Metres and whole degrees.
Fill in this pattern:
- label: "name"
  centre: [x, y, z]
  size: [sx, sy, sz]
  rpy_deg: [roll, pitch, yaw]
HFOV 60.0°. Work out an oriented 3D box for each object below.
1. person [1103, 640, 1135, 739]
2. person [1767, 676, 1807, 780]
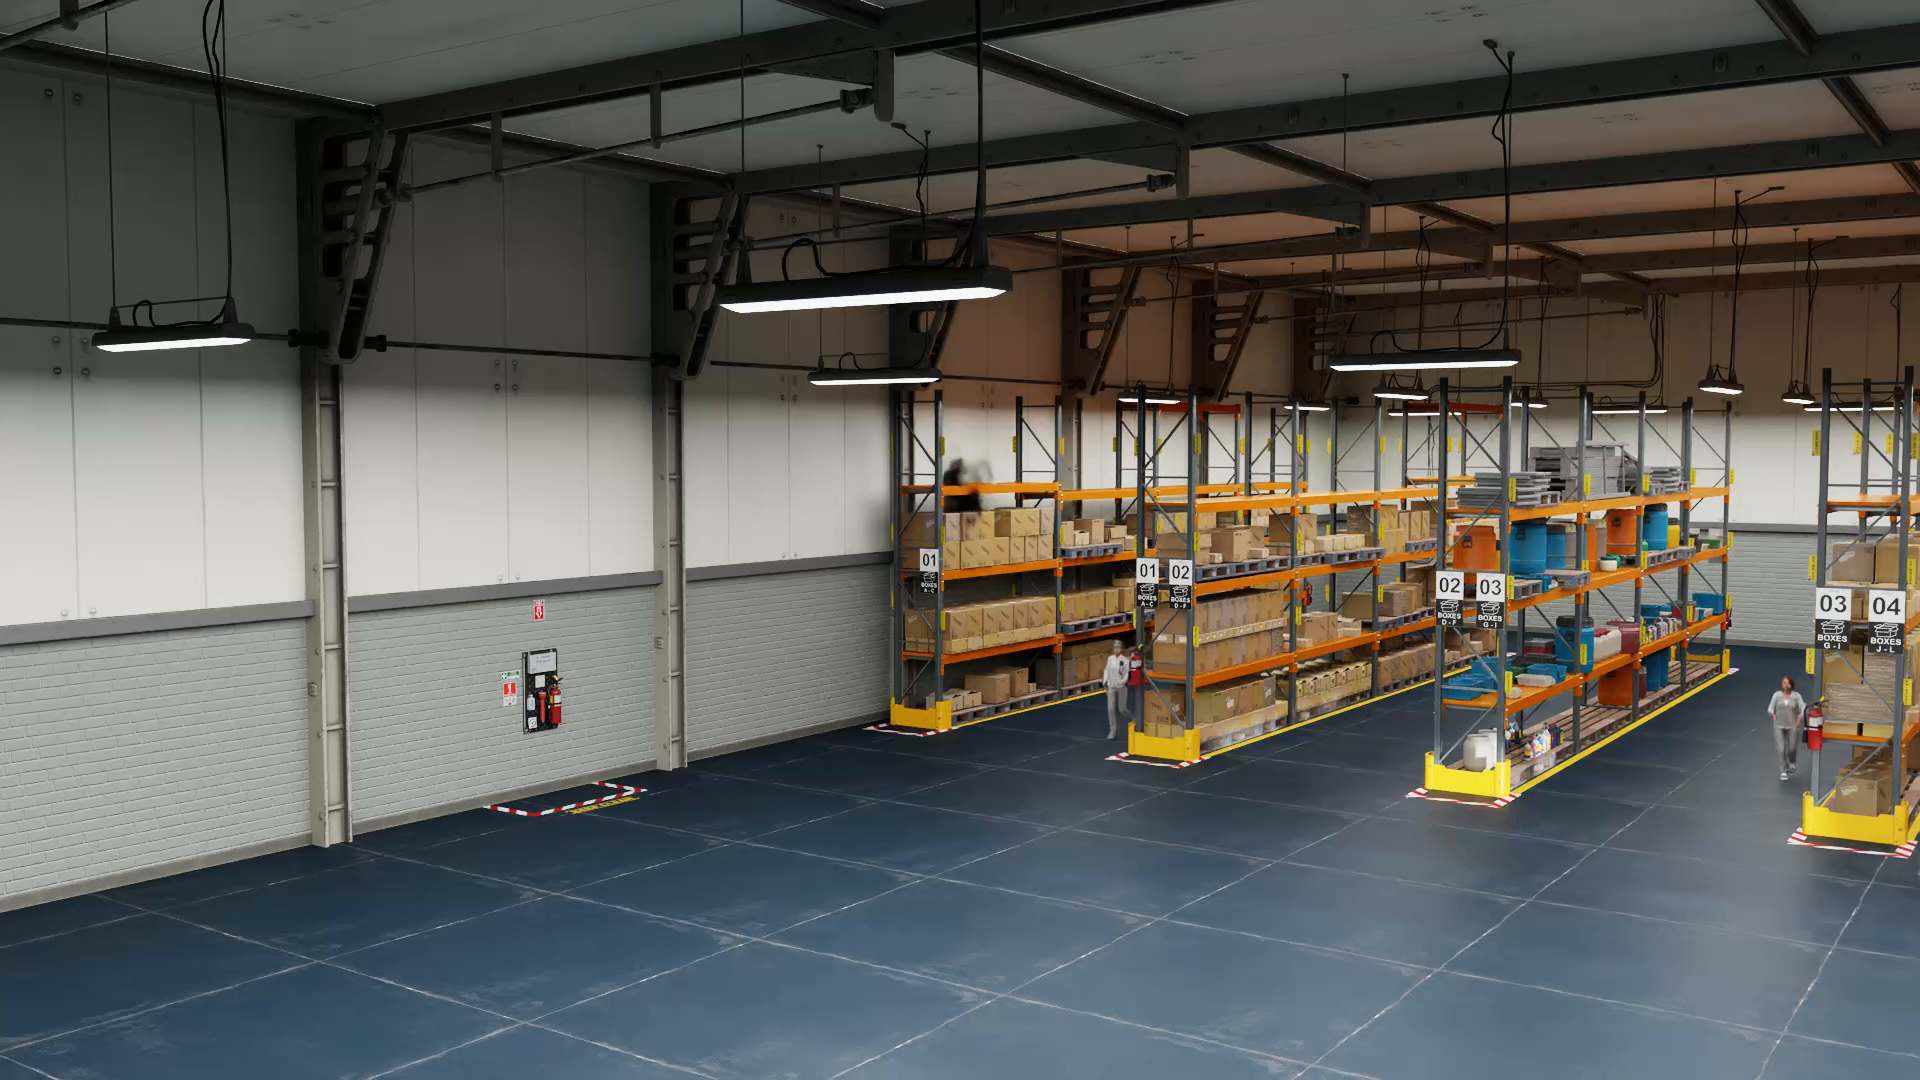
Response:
- label: "person"
  centre: [2.728, 2.546, 28.641]
  size: [0.637, 1.682, 0.784]
  rpy_deg: [2, 4, 32]
- label: "person"
  centre: [12.374, 2.830, 24.910]
  size: [0.530, 1.533, 0.552]
  rpy_deg: [2, 4, 30]
